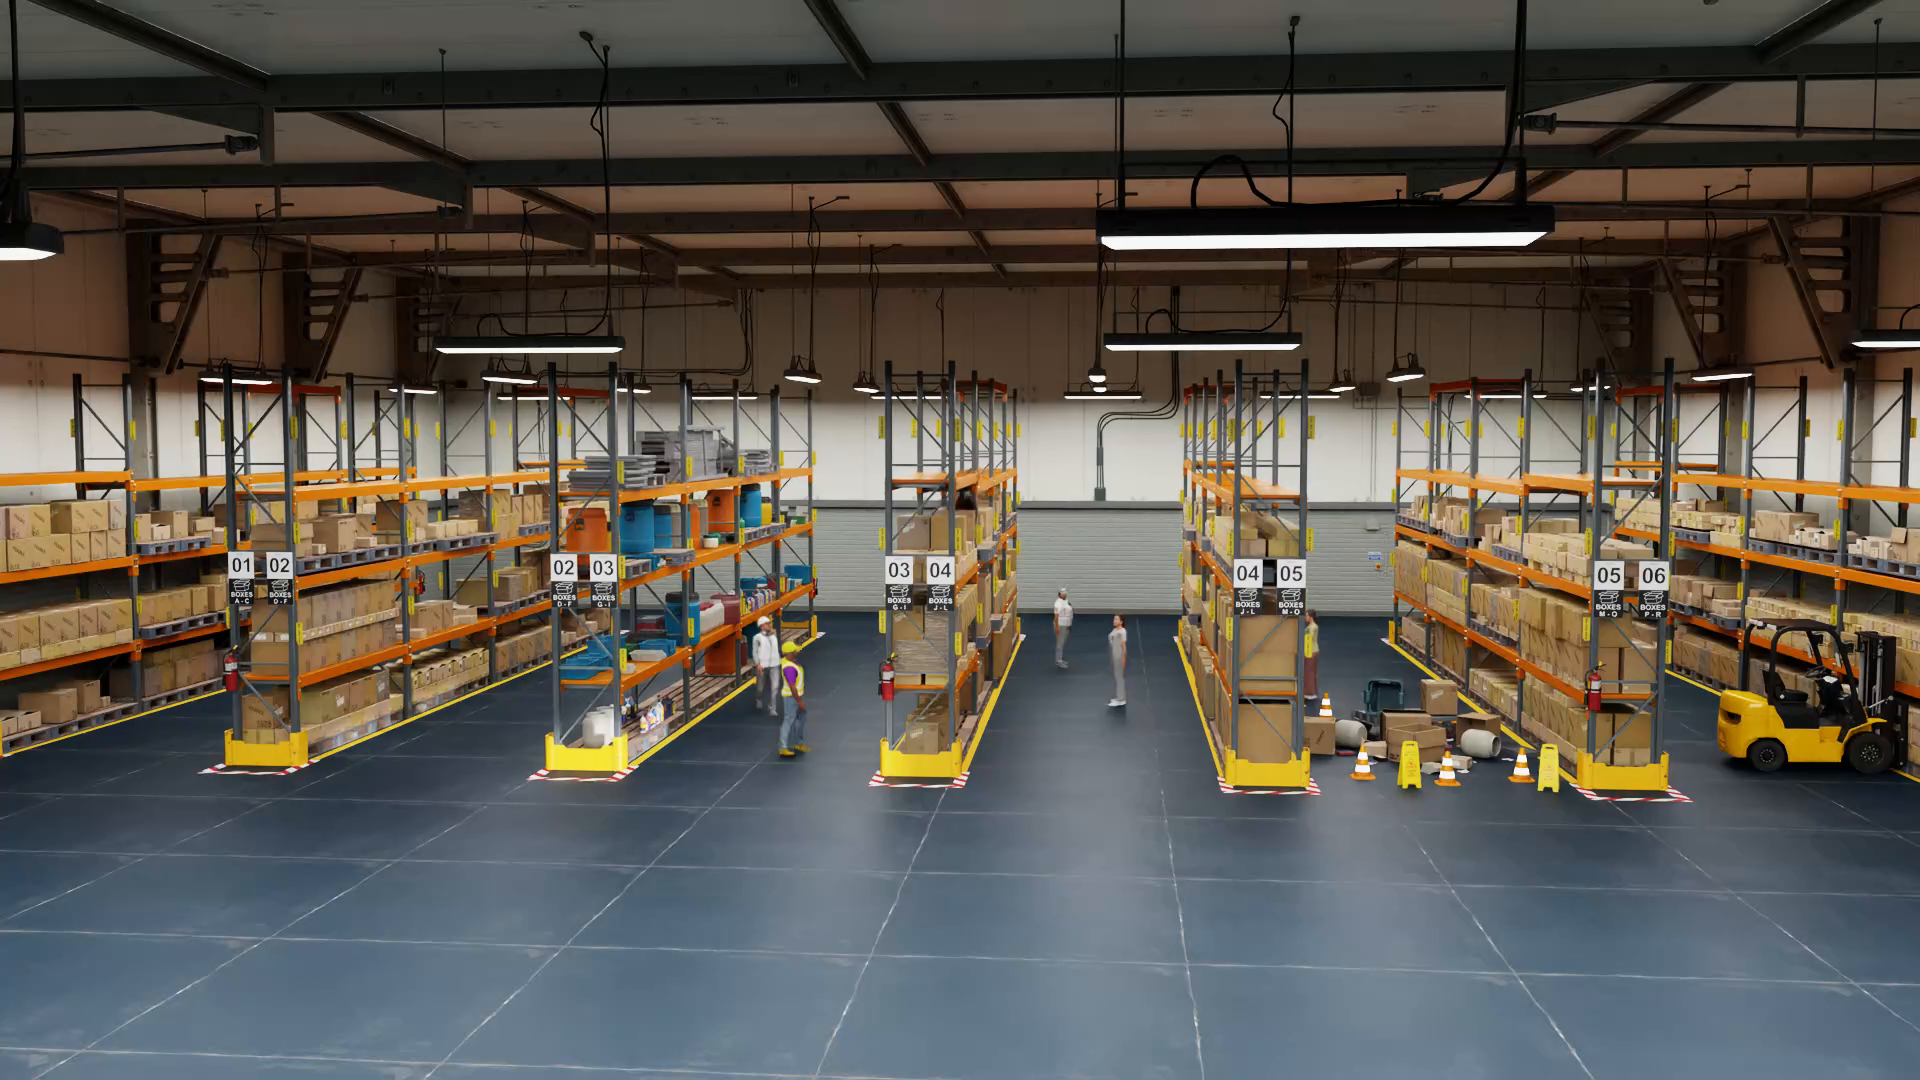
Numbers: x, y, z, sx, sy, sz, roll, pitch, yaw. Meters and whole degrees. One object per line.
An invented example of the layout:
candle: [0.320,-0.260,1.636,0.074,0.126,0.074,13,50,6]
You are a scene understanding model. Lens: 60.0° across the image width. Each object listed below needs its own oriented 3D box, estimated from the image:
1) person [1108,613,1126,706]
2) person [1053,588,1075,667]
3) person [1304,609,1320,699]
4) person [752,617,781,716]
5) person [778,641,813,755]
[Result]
person: [2.868,2.171,30.317,0.360,1.676,0.503,-1,4,-9]
person: [2.194,1.856,35.372,0.420,1.687,0.532,2,4,27]
person: [6.516,2.123,31.003,0.367,1.682,0.461,2,4,25]
person: [-3.417,2.212,29.316,0.512,1.720,0.912,-1,4,-12]
person: [-2.552,2.449,25.723,0.480,1.801,0.694,0,4,7]
